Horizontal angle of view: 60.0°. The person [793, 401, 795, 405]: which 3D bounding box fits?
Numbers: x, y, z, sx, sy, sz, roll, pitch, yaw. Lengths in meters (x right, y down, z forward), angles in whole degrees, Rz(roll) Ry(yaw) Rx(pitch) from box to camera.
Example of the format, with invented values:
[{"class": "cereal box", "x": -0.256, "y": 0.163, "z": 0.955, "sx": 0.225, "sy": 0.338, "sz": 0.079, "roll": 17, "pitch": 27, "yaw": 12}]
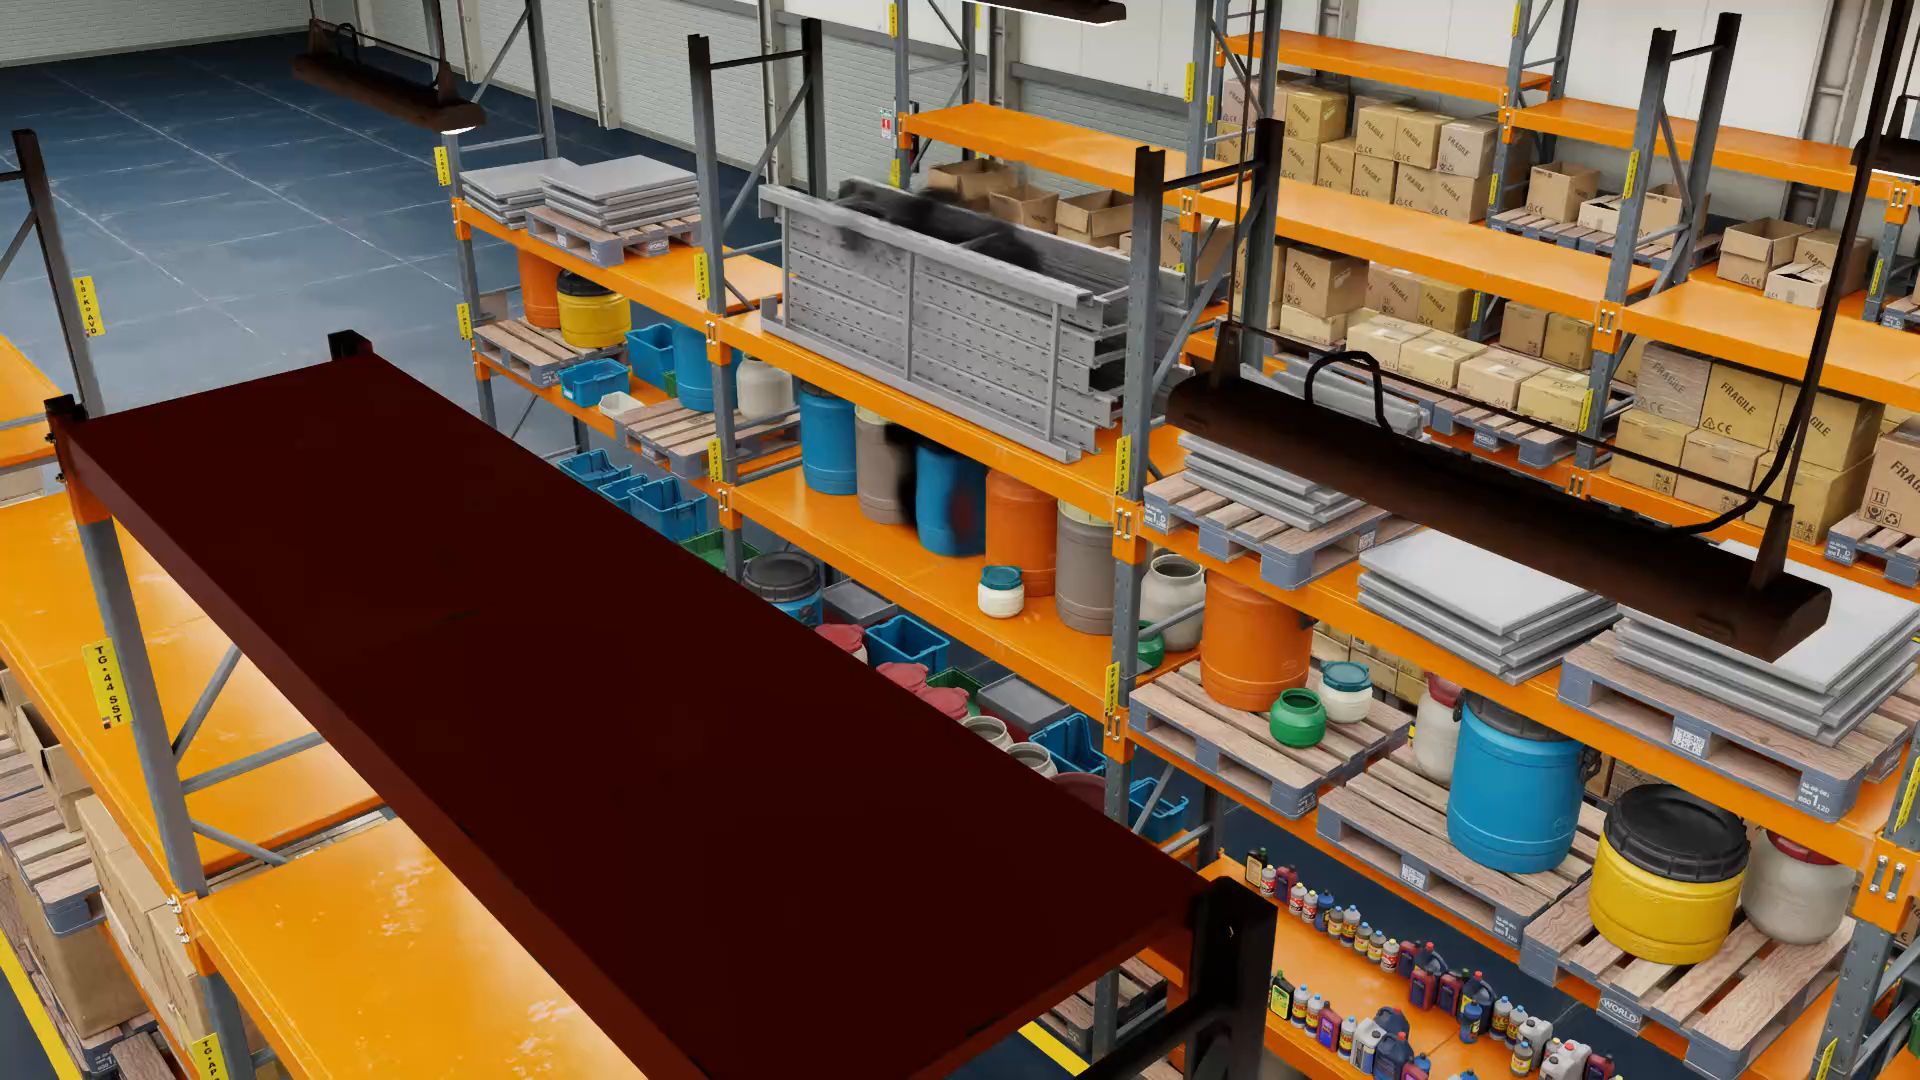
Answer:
[{"class": "person", "x": -2.416, "y": -2.081, "z": 19.711, "sx": 0.940, "sy": 1.811, "sz": 0.664, "roll": -4, "pitch": 27, "yaw": -9}]
